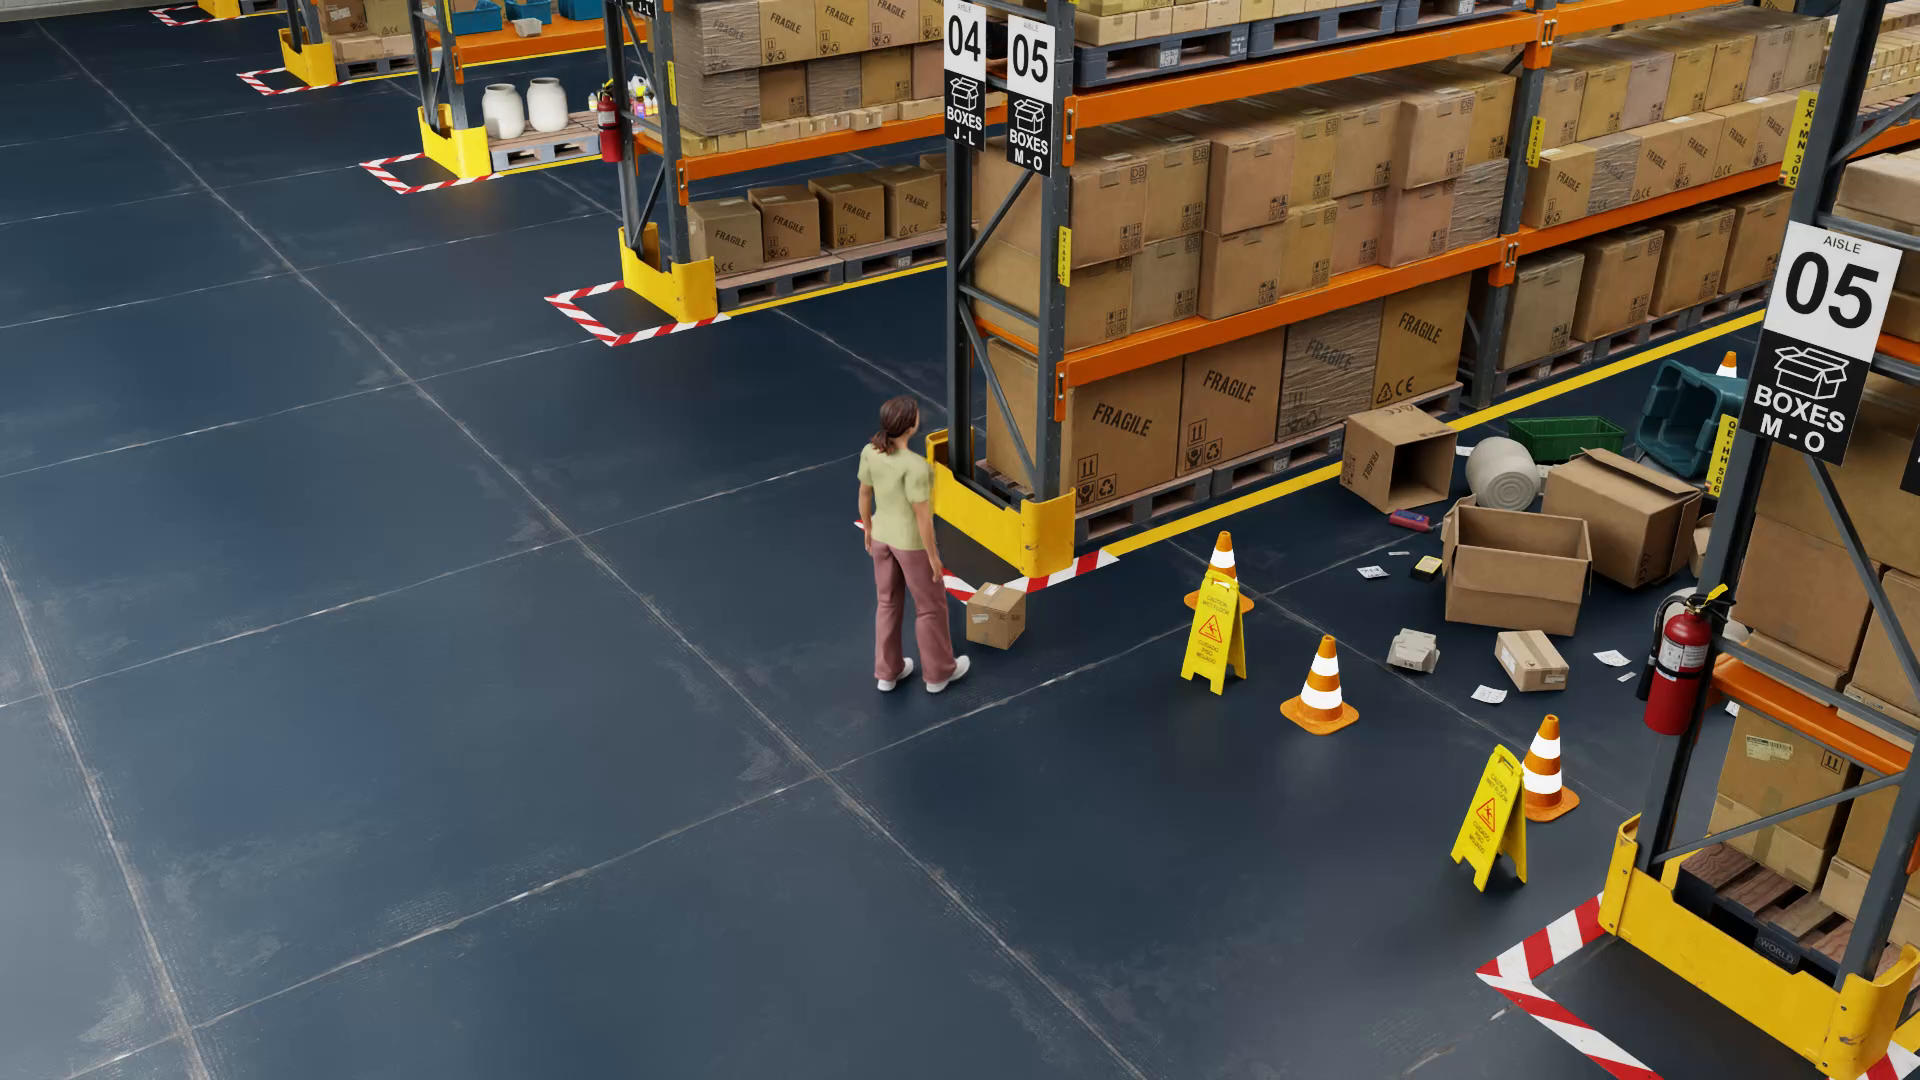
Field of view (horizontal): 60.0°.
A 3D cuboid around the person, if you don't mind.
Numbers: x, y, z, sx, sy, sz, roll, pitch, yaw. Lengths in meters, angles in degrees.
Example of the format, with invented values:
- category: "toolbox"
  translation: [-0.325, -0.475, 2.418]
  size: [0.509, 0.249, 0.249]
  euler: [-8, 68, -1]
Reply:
- category: "person"
  translation: [-0.255, 0.005, 8.587]
  size: [0.511, 1.670, 0.457]
  euler: [22, 35, 34]
